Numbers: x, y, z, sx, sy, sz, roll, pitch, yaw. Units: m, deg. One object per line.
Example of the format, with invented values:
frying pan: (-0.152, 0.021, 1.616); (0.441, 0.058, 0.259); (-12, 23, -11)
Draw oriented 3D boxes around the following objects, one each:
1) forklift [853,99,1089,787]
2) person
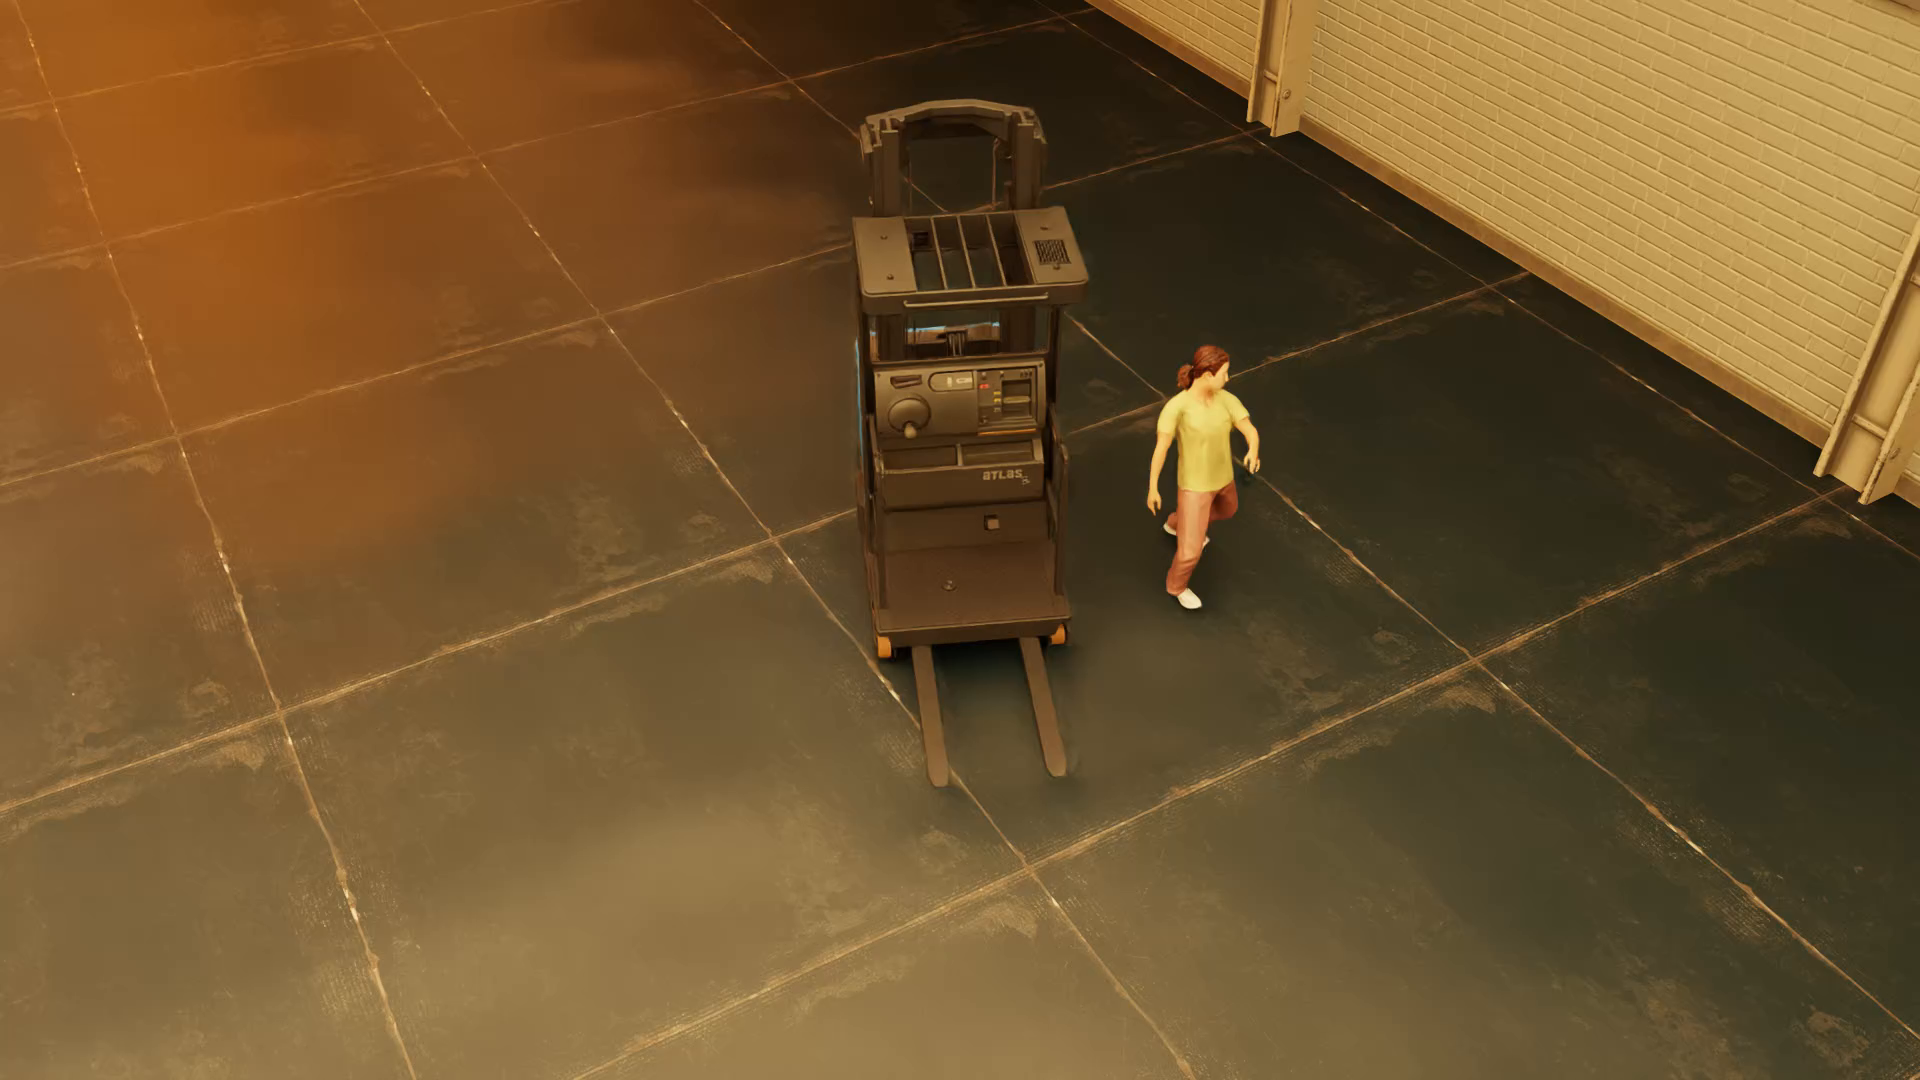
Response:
forklift: (0.030, -0.685, 8.862); (1.130, 2.935, 3.031); (-4, 40, -5)
person: (1.359, -0.325, 9.516); (0.778, 1.519, 0.817); (-31, 49, -32)
